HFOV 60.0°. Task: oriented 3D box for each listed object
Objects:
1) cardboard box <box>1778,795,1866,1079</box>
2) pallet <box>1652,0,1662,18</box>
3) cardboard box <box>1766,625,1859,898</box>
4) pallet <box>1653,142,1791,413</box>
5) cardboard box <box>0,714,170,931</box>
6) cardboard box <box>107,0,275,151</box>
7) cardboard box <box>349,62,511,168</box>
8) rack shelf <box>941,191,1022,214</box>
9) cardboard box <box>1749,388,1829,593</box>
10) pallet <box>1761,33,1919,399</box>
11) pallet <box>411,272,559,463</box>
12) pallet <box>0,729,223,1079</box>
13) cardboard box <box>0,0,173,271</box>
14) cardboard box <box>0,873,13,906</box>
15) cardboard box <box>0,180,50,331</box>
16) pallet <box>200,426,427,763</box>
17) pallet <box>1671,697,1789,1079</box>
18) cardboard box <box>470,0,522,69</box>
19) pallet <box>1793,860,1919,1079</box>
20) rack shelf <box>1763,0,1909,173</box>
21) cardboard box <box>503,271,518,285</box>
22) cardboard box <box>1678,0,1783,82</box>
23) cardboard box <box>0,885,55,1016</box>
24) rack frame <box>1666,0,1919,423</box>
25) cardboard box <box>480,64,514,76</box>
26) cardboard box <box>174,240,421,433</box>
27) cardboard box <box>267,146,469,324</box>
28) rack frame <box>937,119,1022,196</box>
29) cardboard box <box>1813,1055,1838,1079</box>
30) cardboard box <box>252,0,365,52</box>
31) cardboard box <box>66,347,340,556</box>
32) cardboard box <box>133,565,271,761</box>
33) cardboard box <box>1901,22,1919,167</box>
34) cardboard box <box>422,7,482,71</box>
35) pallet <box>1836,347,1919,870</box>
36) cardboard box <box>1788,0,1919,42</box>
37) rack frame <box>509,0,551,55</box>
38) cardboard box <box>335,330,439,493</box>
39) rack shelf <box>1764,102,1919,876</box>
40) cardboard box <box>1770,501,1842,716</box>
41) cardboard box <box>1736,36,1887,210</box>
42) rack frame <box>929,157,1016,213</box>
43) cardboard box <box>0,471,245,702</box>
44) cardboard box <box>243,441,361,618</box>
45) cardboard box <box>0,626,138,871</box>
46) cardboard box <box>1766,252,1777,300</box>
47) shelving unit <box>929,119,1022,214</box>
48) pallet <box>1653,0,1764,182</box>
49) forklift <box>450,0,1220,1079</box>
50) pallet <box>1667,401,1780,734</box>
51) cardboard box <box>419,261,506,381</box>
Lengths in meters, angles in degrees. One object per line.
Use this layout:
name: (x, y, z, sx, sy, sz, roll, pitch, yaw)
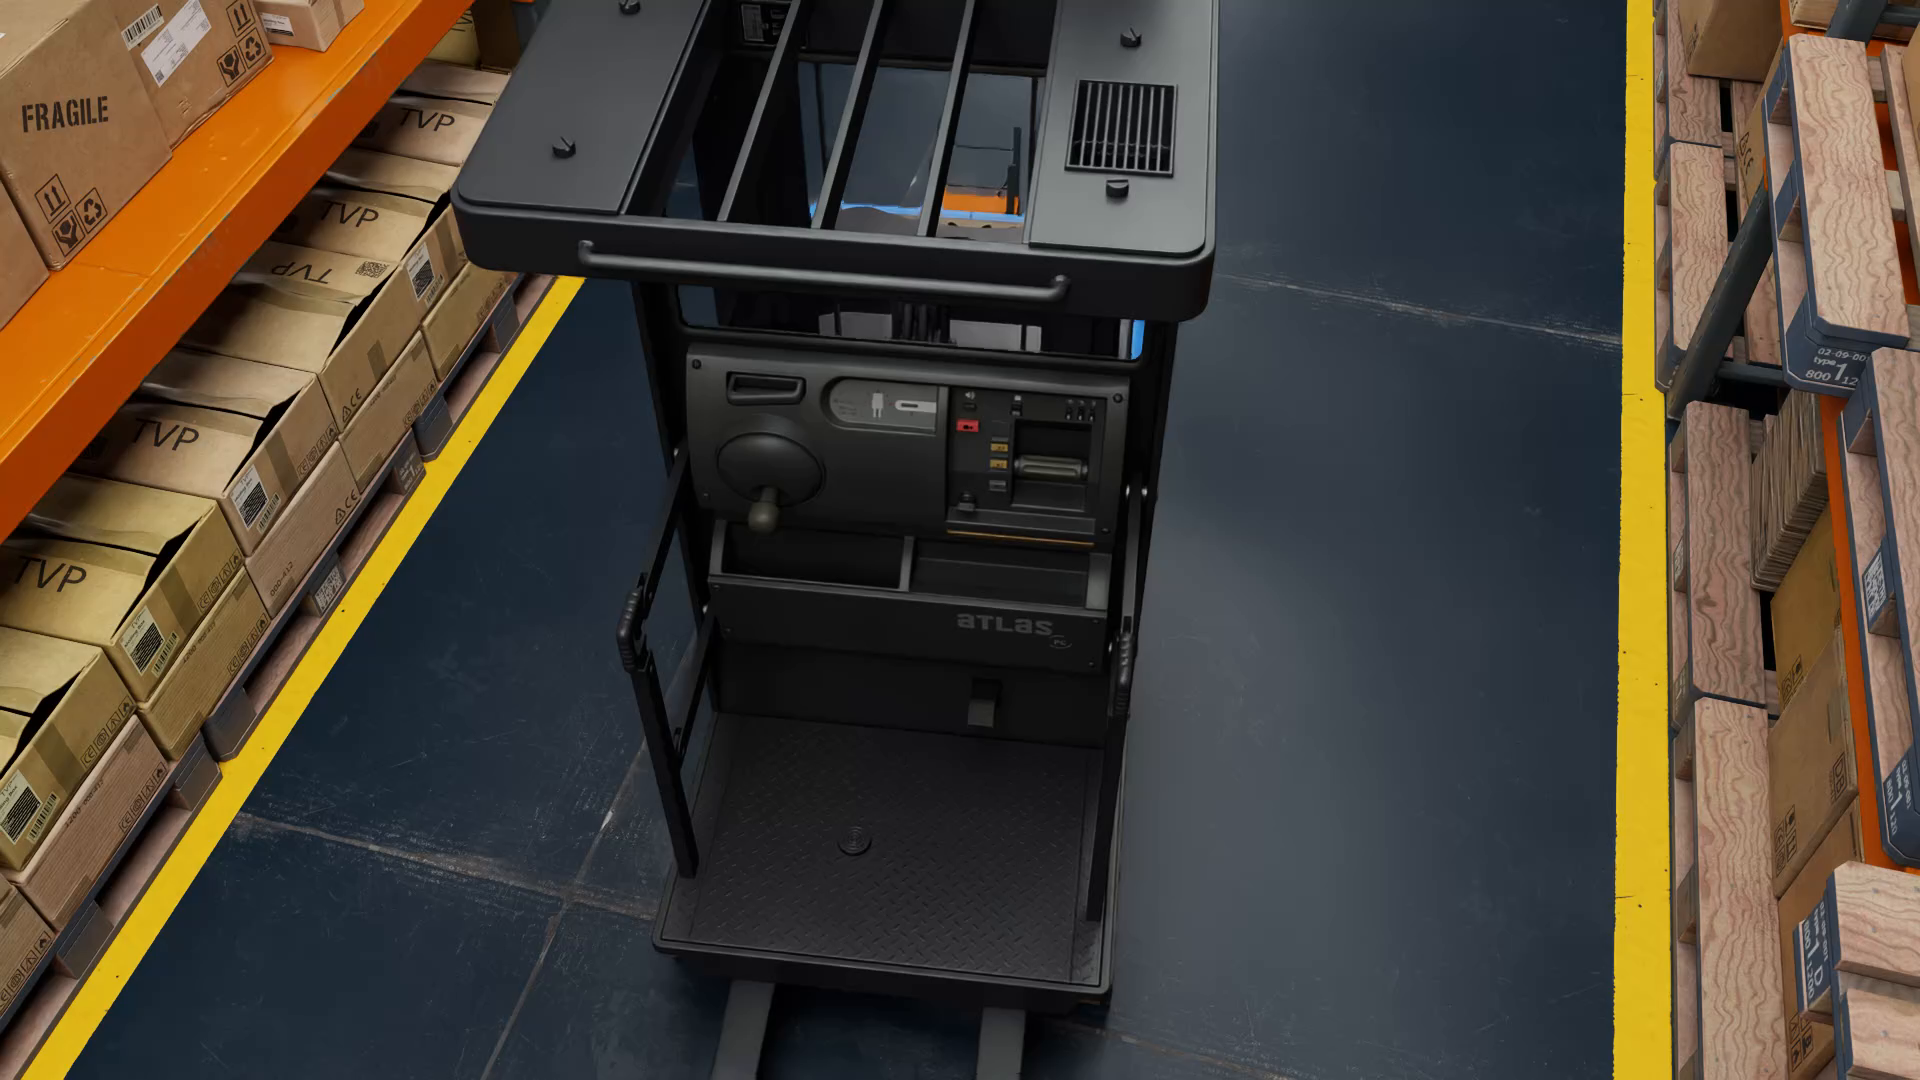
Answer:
cardboard box: (2.316, 0.988, 3.751, 0.700, 0.500, 0.500, 11, 50, 10)
pallet: (3.663, -2.676, 7.471, 1.003, 0.211, 1.213, 12, 50, 10)
cardboard box: (2.440, 0.621, 4.075, 0.700, 0.500, 0.500, 12, 50, 10)
pallet: (3.021, -0.911, 5.913, 1.003, 0.211, 1.213, 12, 50, 10)
cardboard box: (-2.402, 0.664, 4.217, 0.500, 0.250, 0.500, 10, 49, 9)
cardboard box: (-2.258, -1.416, 4.432, 0.500, 0.500, 0.500, 15, 50, 13)
cardboard box: (-1.732, -1.381, 5.648, 0.500, 0.311, 0.500, 12, 50, 10)
rack shelf: (0.044, -0.922, 4.843, 0.258, 0.103, 0.180, 5, 49, 4)
cardboard box: (2.701, -0.124, 4.732, 0.700, 0.500, 0.500, 13, 50, 11)
pallet: (2.537, -0.754, 4.042, 1.003, 0.211, 1.213, 12, 50, 10)
pallet: (-2.058, -0.853, 5.862, 1.003, 0.211, 1.213, 12, 50, 10)
pallet: (-2.700, 0.912, 4.304, 1.003, 0.211, 1.213, 12, 50, 10)
cardboard box: (-2.390, -1.053, 4.112, 0.500, 0.500, 0.500, 12, 50, 10)
cardboard box: (-2.533, 0.842, 3.686, 0.500, 0.311, 0.500, 13, 50, 11)
cardboard box: (-2.529, -0.673, 3.776, 0.500, 0.500, 0.500, 9, 49, 8)
pallet: (-2.377, 0.033, 5.080, 1.003, 0.211, 1.213, 12, 50, 10)
pallet: (2.356, 1.030, 4.200, 1.003, 0.211, 1.213, 12, 50, 10)
cardboard box: (-1.478, -2.067, 6.127, 0.500, 0.500, 0.500, 12, 50, 10)
pallet: (1.910, 1.079, 2.425, 1.213, 0.211, 1.003, 12, 50, 10)
rack shelf: (3.405, -2.550, 5.979, 1.077, 0.370, 4.000, 12, 50, 10)
cardboard box: (-1.731, -1.188, 5.852, 0.500, 0.250, 0.500, 11, 50, 10)
cardboard box: (3.271, -2.137, 6.509, 0.700, 0.500, 0.500, 9, 49, 8)
cardboard box: (-2.533, 1.027, 3.896, 0.500, 0.250, 0.500, 11, 50, 10)
rack frame: (2.878, -1.341, 4.433, 1.000, 3.000, 0.127, 12, 50, 10)
cardboard box: (-1.487, -1.821, 6.410, 0.500, 0.250, 0.500, 12, 50, 10)
cardboard box: (-1.996, -0.643, 4.997, 0.500, 0.311, 0.500, 11, 50, 10)
cardboard box: (-1.863, -1.004, 5.315, 0.500, 0.311, 0.500, 13, 50, 11)
rack frame: (0.055, -0.781, 5.139, 0.240, 1.200, 0.006, 5, 49, 4)
cardboard box: (2.212, 1.353, 3.429, 0.700, 0.500, 0.500, 11, 50, 10)
cardboard box: (-1.956, -1.599, 4.750, 0.396, 0.266, 0.258, 10, 49, 9)
cardboard box: (-2.132, -0.280, 4.676, 0.500, 0.311, 0.500, 11, 49, 10)
cardboard box: (-2.271, 0.286, 4.550, 0.500, 0.250, 0.500, 10, 49, 9)
cardboard box: (2.711, -1.158, 3.912, 0.700, 0.500, 0.500, 12, 50, 10)
cardboard box: (-1.991, -1.924, 6.501, 0.500, 0.250, 0.500, 12, 50, 10)
pallet: (2.307, 0.176, 3.222, 1.003, 0.211, 1.213, 12, 50, 10)
cardboard box: (2.710, -1.700, 4.837, 0.500, 0.250, 0.500, 12, 50, 10)
rack frame: (-1.902, -2.316, 5.293, 1.000, 3.000, 0.127, 12, 50, 10)
cardboard box: (-2.000, -0.452, 5.202, 0.500, 0.250, 0.500, 13, 50, 11)
rack shelf: (2.352, 0.344, 3.426, 1.077, 0.370, 4.000, 12, 50, 10)
cardboard box: (2.613, 0.260, 4.394, 0.700, 0.500, 0.500, 11, 49, 9)
cardboard box: (3.113, -1.418, 5.875, 0.500, 0.500, 0.500, 8, 49, 7)
rack frame: (0.033, -0.645, 5.019, 0.240, 1.200, 0.006, 5, 49, 4)
cardboard box: (-2.267, 0.092, 4.348, 0.500, 0.311, 0.500, 10, 49, 9)
cardboard box: (-2.136, -0.084, 4.878, 0.500, 0.250, 0.500, 12, 50, 11)
cardboard box: (-2.403, 0.460, 4.023, 0.500, 0.311, 0.500, 10, 49, 9)
cardboard box: (2.990, -0.942, 5.677, 0.380, 0.166, 0.250, 6, 49, 5)
shelving unit: (0.044, -0.713, 5.079, 0.258, 1.200, 0.189, 5, 49, 4)
pallet: (3.340, -1.796, 6.695, 1.003, 0.211, 1.213, 12, 50, 10)
forklift: (-0.139, -0.083, 3.369, 1.130, 2.935, 3.031, 5, 49, 4)
pallet: (2.675, 0.145, 4.981, 1.003, 0.211, 1.213, 12, 50, 10)
cardboard box: (-1.866, -0.822, 5.529, 0.500, 0.250, 0.500, 11, 49, 9)
